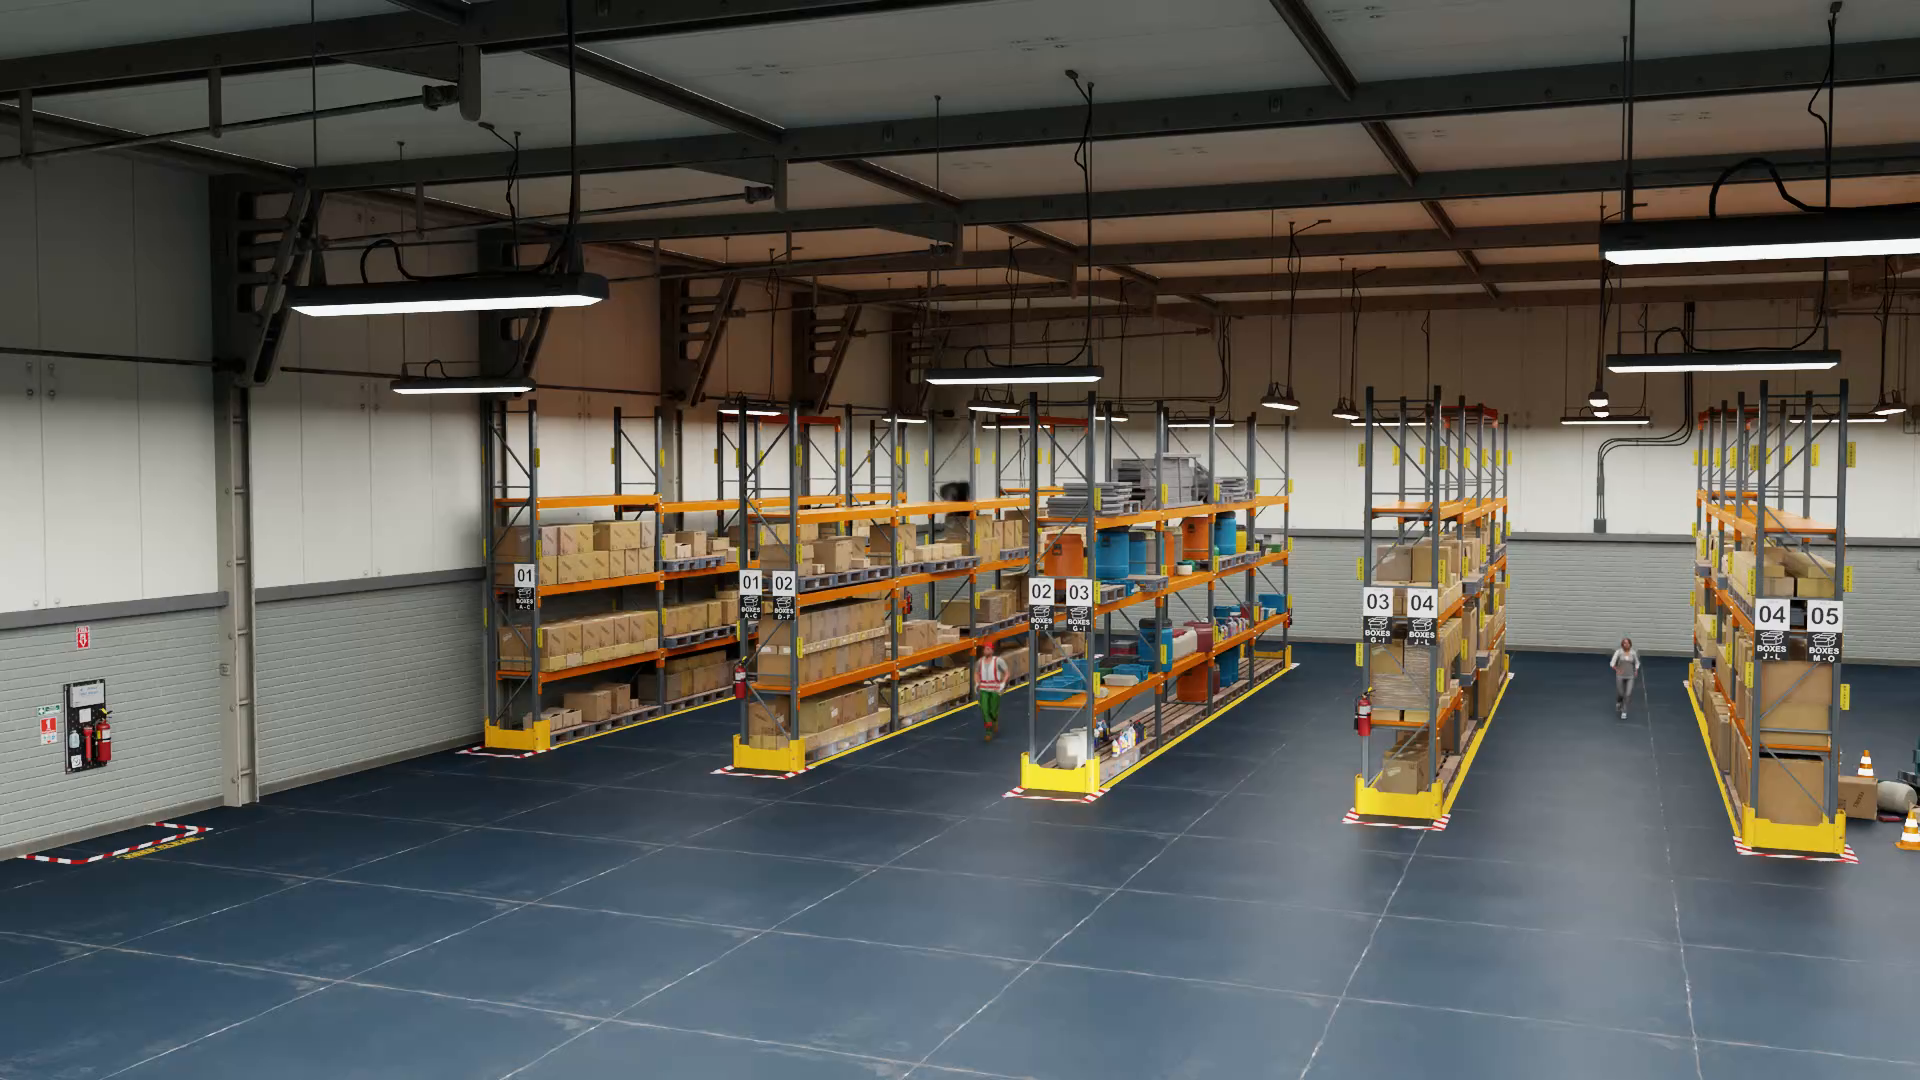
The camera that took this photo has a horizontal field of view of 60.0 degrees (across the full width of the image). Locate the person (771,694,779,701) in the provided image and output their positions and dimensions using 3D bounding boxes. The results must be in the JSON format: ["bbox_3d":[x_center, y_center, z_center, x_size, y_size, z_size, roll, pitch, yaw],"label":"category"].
[{"bbox_3d":[-3.476,2.516,32.352,0.679,1.812,0.846,1,3,12],"label":"person"}]

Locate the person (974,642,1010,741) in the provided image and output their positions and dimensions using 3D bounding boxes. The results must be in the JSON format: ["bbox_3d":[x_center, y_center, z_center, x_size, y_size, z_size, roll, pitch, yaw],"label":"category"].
[{"bbox_3d":[0.540,2.677,29.553,0.654,1.748,0.563,1,3,18],"label":"person"}]

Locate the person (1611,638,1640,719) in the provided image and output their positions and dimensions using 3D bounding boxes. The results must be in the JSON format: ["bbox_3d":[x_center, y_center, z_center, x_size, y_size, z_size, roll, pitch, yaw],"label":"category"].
[{"bbox_3d":[12.799,2.656,31.990,0.534,1.535,0.557,1,3,14],"label":"person"}]
